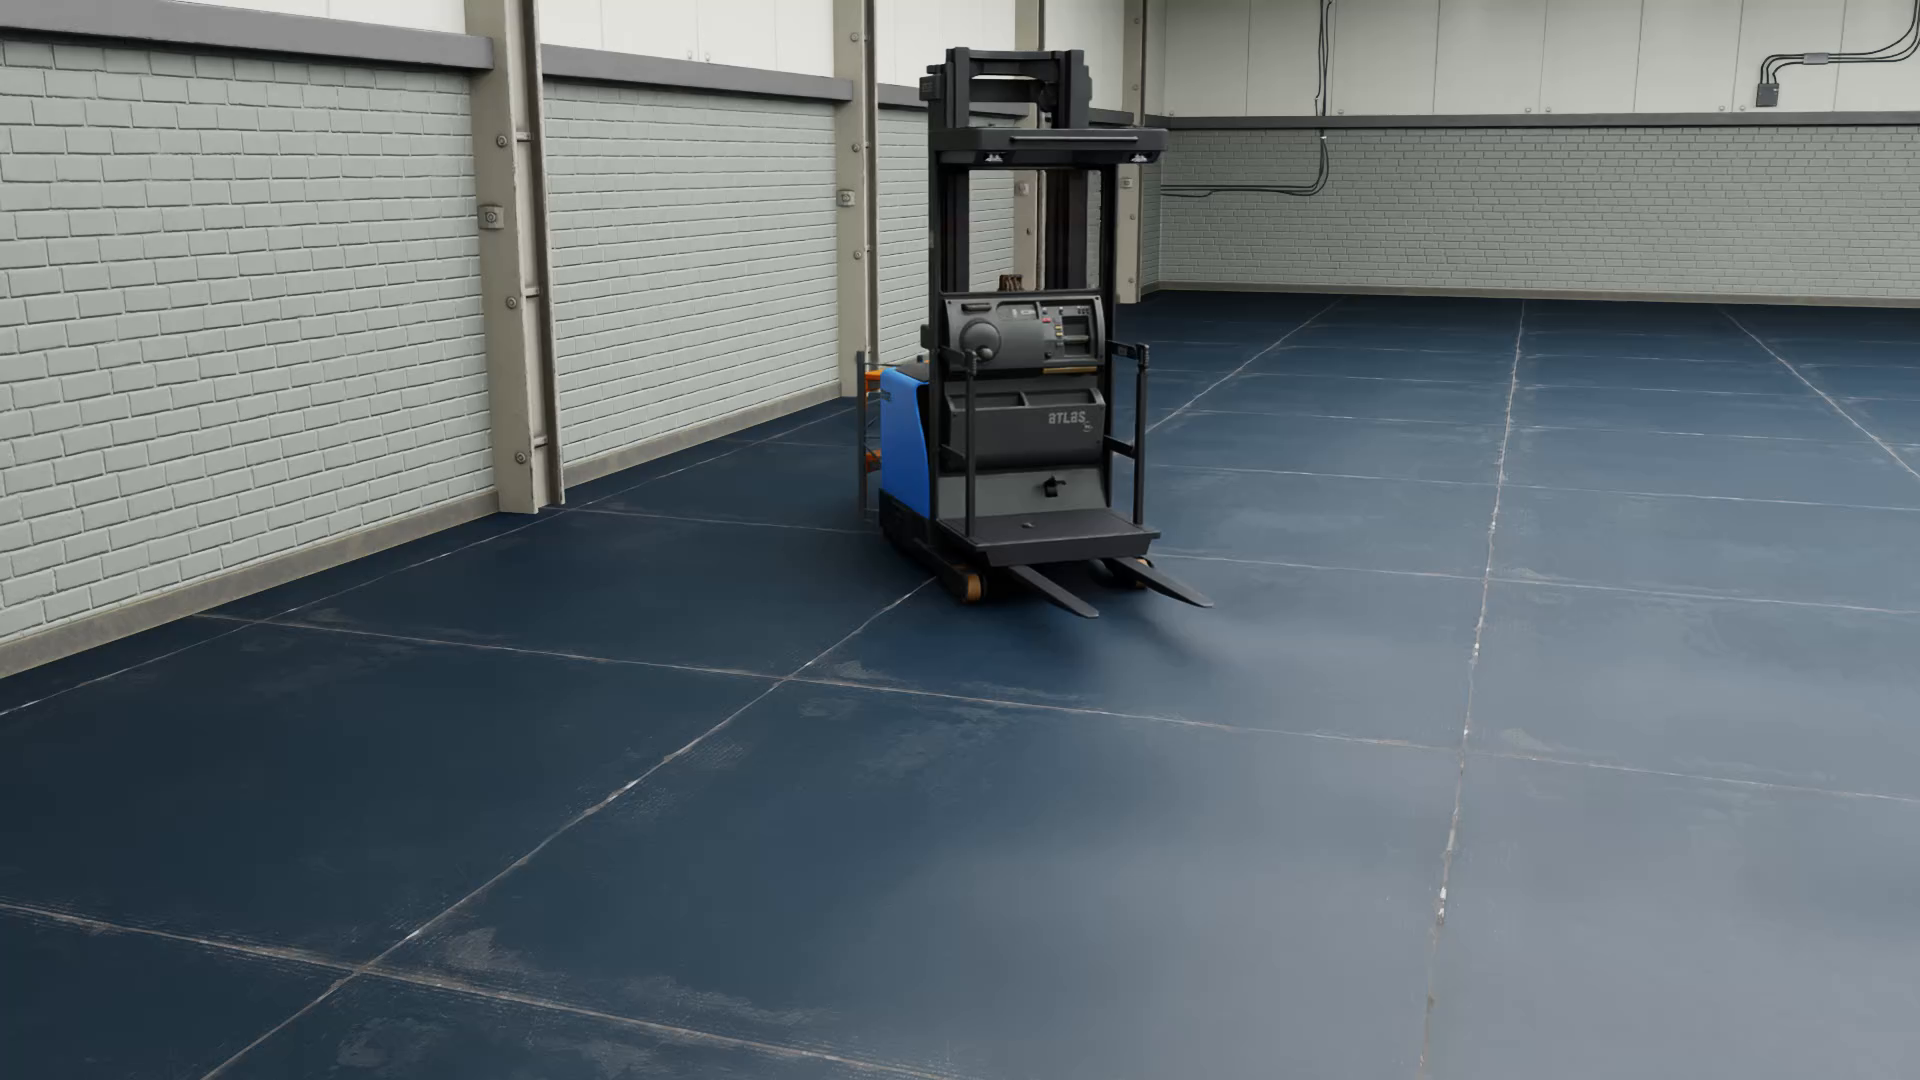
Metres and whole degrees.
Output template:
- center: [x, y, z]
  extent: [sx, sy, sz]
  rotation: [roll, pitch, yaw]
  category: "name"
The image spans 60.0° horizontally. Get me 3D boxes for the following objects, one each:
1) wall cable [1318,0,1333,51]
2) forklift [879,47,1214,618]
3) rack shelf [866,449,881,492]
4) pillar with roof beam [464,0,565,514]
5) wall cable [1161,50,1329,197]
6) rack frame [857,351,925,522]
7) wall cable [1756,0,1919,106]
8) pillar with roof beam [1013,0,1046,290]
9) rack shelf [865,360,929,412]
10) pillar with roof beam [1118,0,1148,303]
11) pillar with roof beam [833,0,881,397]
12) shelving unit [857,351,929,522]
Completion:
- center: [7.621, -9.685, 28.327]
  extent: [3.097, 2.526, 0.112]
  rotation: [4, 14, 18]
  category: "wall cable"
- center: [0.438, -1.189, 9.109]
  extent: [1.130, 2.935, 3.031]
  rotation: [-4, 14, -18]
  category: "forklift"
- center: [-0.195, -0.514, 11.312]
  extent: [0.538, 0.278, 1.000]
  rotation: [7, 15, 29]
  category: "rack shelf"
- center: [1.107, -4.307, 9.133]
  extent: [9.100, 9.000, 0.400]
  rotation: [4, 14, 18]
  category: "pillar with roof beam"
- center: [5.062, -7.418, 29.742]
  extent: [3.097, 2.526, 0.112]
  rotation: [4, 14, 18]
  category: "wall cable"
- center: [-0.447, -0.654, 10.827]
  extent: [0.500, 1.125, 0.032]
  rotation: [7, 15, 29]
  category: "rack frame"
- center: [14.039, -9.903, 26.009]
  extent: [2.305, 6.003, 0.169]
  rotation: [4, 14, 18]
  category: "wall cable"
- center: [4.989, -6.833, 20.203]
  extent: [9.100, 9.000, 0.400]
  rotation: [4, 14, 18]
  category: "pillar with roof beam"
- center: [-0.195, -1.038, 11.193]
  extent: [0.538, 0.278, 1.000]
  rotation: [7, 15, 29]
  category: "rack shelf"
- center: [6.931, -8.097, 25.738]
  extent: [9.100, 9.000, 0.400]
  rotation: [4, 14, 18]
  category: "pillar with roof beam"
- center: [3.048, -5.570, 14.668]
  extent: [9.100, 9.000, 0.400]
  rotation: [4, 14, 18]
  category: "pillar with roof beam"
- center: [-0.195, -0.753, 11.258]
  extent: [0.538, 1.125, 1.048]
  rotation: [7, 15, 29]
  category: "shelving unit"
